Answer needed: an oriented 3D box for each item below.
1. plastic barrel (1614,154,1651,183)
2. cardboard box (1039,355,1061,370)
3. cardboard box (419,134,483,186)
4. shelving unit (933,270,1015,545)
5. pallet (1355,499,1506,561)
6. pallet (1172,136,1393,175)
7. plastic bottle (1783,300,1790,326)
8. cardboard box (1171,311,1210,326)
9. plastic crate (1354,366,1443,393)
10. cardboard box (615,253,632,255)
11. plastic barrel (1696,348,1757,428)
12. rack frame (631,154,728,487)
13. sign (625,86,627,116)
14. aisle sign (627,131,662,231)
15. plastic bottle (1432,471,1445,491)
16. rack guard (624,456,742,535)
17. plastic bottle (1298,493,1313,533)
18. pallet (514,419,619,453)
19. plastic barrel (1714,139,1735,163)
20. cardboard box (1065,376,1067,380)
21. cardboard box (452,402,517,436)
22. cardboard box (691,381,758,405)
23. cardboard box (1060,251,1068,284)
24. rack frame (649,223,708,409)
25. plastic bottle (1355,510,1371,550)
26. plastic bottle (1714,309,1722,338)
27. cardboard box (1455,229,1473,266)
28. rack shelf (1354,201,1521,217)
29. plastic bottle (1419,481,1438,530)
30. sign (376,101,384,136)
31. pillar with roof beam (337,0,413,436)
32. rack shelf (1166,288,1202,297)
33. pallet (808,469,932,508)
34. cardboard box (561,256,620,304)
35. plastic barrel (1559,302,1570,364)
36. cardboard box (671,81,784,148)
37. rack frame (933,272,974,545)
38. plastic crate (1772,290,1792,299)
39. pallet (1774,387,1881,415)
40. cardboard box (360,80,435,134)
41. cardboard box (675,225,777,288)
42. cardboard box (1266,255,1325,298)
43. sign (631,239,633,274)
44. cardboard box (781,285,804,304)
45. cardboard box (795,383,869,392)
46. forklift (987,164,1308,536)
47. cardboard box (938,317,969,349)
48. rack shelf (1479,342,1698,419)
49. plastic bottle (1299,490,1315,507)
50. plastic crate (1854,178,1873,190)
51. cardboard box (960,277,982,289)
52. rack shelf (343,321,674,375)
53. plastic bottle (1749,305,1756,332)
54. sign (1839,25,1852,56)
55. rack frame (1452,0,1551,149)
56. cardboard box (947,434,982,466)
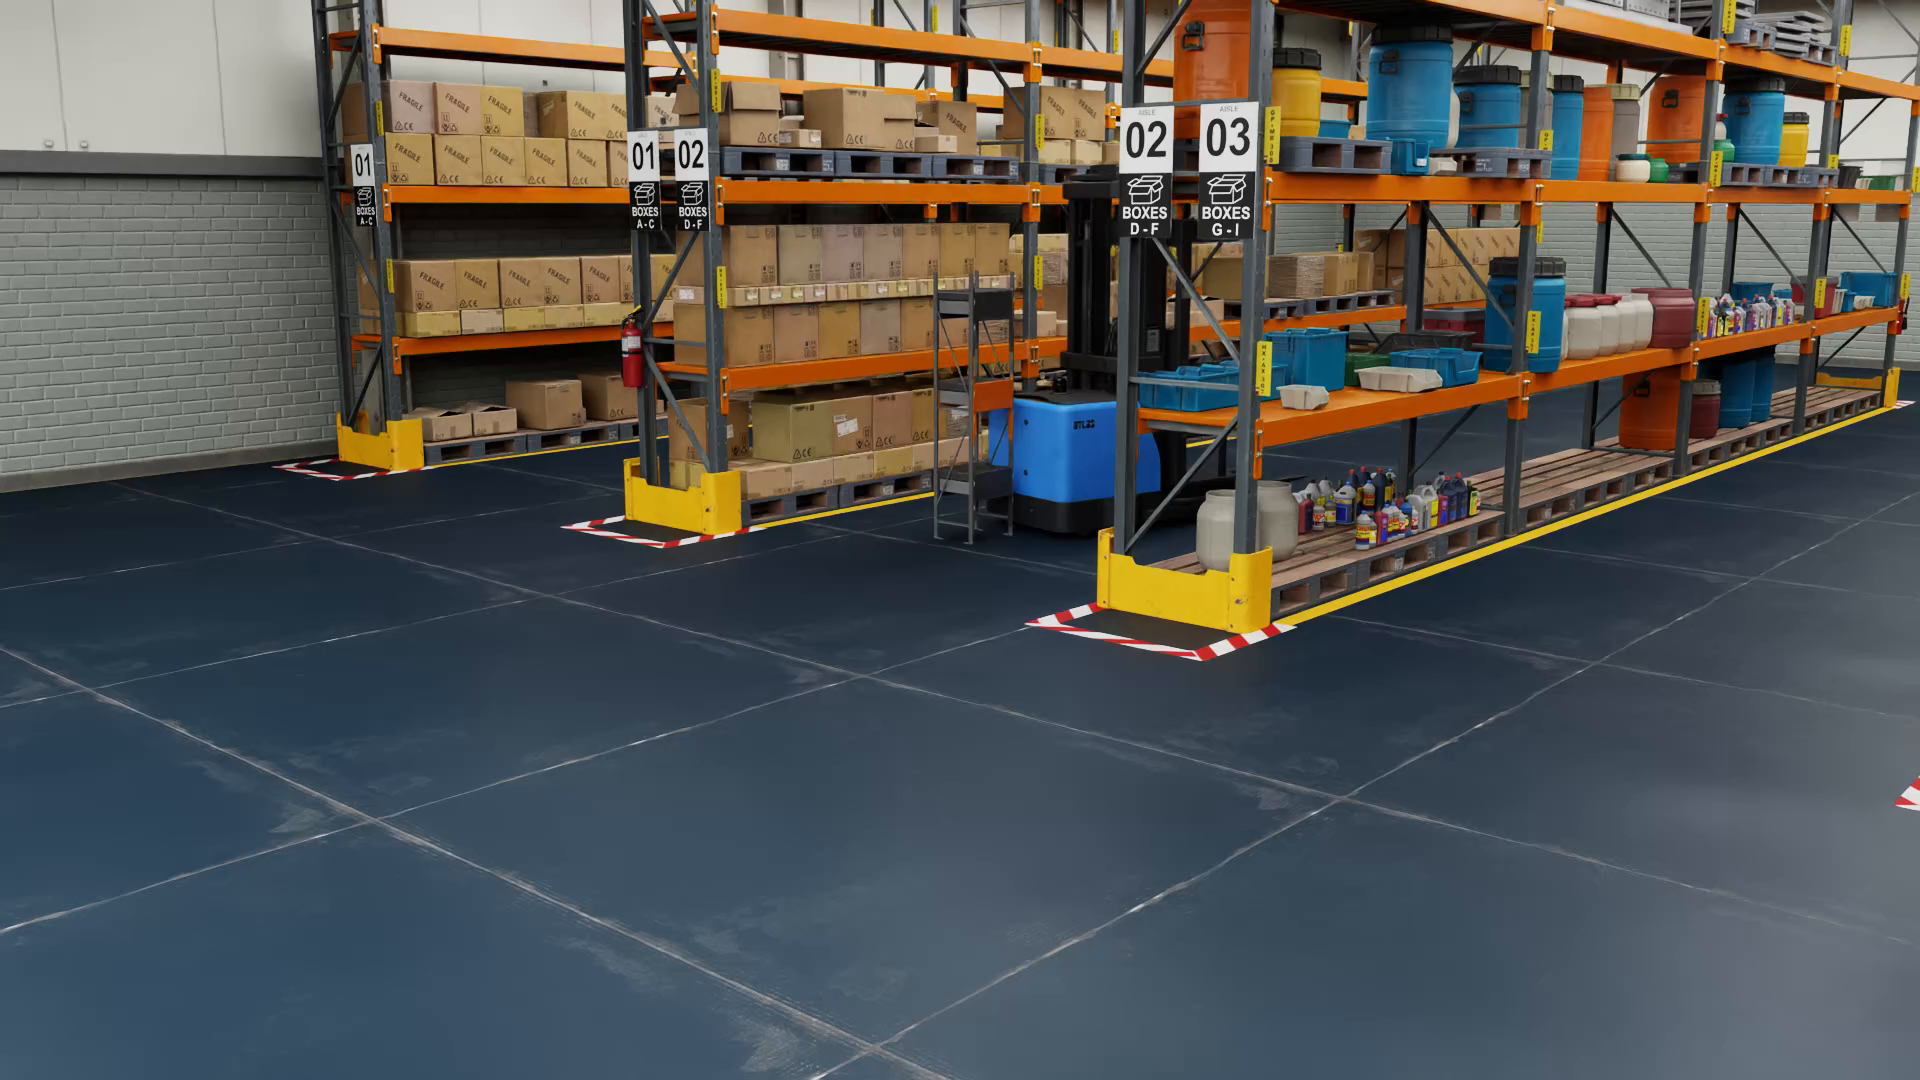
[{"bbox_3d":[6.036,-3.331,14.925,0.301,0.262,0.301,0,11,0],"label":"plastic barrel"},{"bbox_3d":[0.983,-2.923,24.603,0.750,0.750,0.750,10,15,42],"label":"cardboard box"},{"bbox_3d":[-5.233,-3.870,16.965,0.500,0.500,0.500,-11,16,-44],"label":"cardboard box"},{"bbox_3d":[0.109,-1.054,13.127,0.431,2.100,0.503,10,15,40],"label":"shelving unit"},{"bbox_3d":[3.585,-0.096,13.152,1.003,0.211,1.213,10,15,40],"label":"pallet"},{"bbox_3d":[2.039,-2.456,10.671,1.003,0.211,1.213,10,15,40],"label":"pallet"},{"bbox_3d":[9.205,-2.537,18.552,0.061,0.283,0.133,10,15,40],"label":"plastic bottle"},{"bbox_3d":[2.596,-2.495,18.686,0.380,0.149,0.250,10,15,40],"label":"cardboard box"},{"bbox_3d":[3.178,-1.156,12.012,0.530,0.136,0.437,10,15,40],"label":"plastic crate"},{"bbox_3d":[-3.849,-3.099,19.488,0.500,0.500,0.500,9,15,39],"label":"cardboard box"},{"bbox_3d":[8.501,-1.729,18.493,0.600,0.901,0.708,10,15,40],"label":"plastic barrel"},{"bbox_3d":[-2.299,-1.609,13.609,1.000,3.000,0.127,10,15,40],"label":"rack frame"},{"bbox_3d":[-2.698,-3.548,13.598,0.100,0.325,0.005,10,15,40],"label":"sign"},{"bbox_3d":[-2.563,-2.912,13.496,0.394,0.787,0.004,10,15,40],"label":"aisle sign"},{"bbox_3d":[3.743,-0.360,12.995,0.144,0.351,0.185,10,15,40],"label":"plastic bottle"},{"bbox_3d":[-2.315,-0.380,13.837,1.175,0.500,0.348,10,15,40],"label":"rack guard"},{"bbox_3d":[2.570,-0.199,12.359,0.061,0.283,0.133,10,15,40],"label":"plastic bottle"},{"bbox_3d":[-4.604,-1.186,18.612,1.003,0.211,1.213,10,15,40],"label":"pallet"},{"bbox_3d":[7.572,-3.872,16.605,0.294,0.245,0.294,0,11,0],"label":"plastic barrel"},{"bbox_3d":[1.398,-1.651,18.334,0.500,0.311,0.500,10,15,40],"label":"cardboard box"},{"bbox_3d":[-5.122,-1.320,17.905,0.500,0.311,0.500,-11,15,-43],"label":"cardboard box"},{"bbox_3d":[-2.909,-1.938,20.514,0.700,0.500,0.500,10,15,42],"label":"cardboard box"},{"bbox_3d":[1.454,-4.042,24.726,0.500,0.500,0.500,10,15,41],"label":"cardboard box"},{"bbox_3d":[-3.382,-2.838,19.760,1.000,3.000,0.127,10,15,40],"label":"rack frame"},{"bbox_3d":[2.850,-0.072,11.758,0.097,0.271,0.097,0,11,0],"label":"plastic bottle"},{"bbox_3d":[7.657,-2.192,16.824,0.061,0.283,0.133,10,15,40],"label":"plastic bottle"},{"bbox_3d":[6.825,-4.099,23.265,0.500,0.500,0.500,9,15,39],"label":"cardboard box"},{"bbox_3d":[6.942,-4.787,23.699,1.077,0.370,4.000,10,15,40],"label":"rack shelf"},{"bbox_3d":[3.511,-0.266,12.523,0.144,0.351,0.185,10,15,40],"label":"plastic bottle"},{"bbox_3d":[-5.615,-4.079,16.083,0.100,0.325,0.005,10,15,40],"label":"sign"},{"bbox_3d":[-2.977,-4.849,14.515,9.100,9.000,0.400,10,15,40],"label":"pillar with roof beam"},{"bbox_3d":[3.219,-3.956,27.196,1.077,0.370,4.000,10,15,40],"label":"rack shelf"},{"bbox_3d":[-1.020,-0.538,15.367,1.003,0.211,1.213,10,15,40],"label":"pallet"},{"bbox_3d":[-4.128,-2.885,18.415,0.500,0.500,0.500,9,15,39],"label":"cardboard box"},{"bbox_3d":[4.856,-1.736,13.896,0.433,0.535,0.433,0,11,0],"label":"plastic barrel"},{"bbox_3d":[-1.917,-3.489,13.671,0.637,0.503,0.797,-11,16,-44],"label":"cardboard box"},{"bbox_3d":[-0.052,-1.018,12.948,0.400,2.100,0.015,10,15,40],"label":"rack frame"},{"bbox_3d":[10.503,-3.038,21.037,0.416,0.233,0.300,10,15,40],"label":"plastic crate"},{"bbox_3d":[11.407,-1.838,21.877,1.003,0.211,1.213,10,15,40],"label":"pallet"},{"bbox_3d":[-5.586,-4.294,16.536,0.500,0.500,0.500,8,14,36],"label":"cardboard box"},{"bbox_3d":[-1.946,-2.369,13.847,0.700,0.500,0.500,10,15,41],"label":"cardboard box"},{"bbox_3d":[4.060,-3.258,20.538,0.500,0.500,0.700,-9,14,-37],"label":"cardboard box"},{"bbox_3d":[-2.698,-2.365,13.834,0.100,0.325,0.005,10,15,40],"label":"sign"},{"bbox_3d":[-1.540,-2.082,14.065,0.380,0.149,0.250,10,15,41],"label":"cardboard box"},{"bbox_3d":[-1.189,-1.174,15.465,0.500,0.500,0.500,10,15,40],"label":"cardboard box"},{"bbox_3d":[1.712,-1.672,14.097,3.031,2.935,1.130,-8,14,-35],"label":"forklift"},{"bbox_3d":[-0.290,-2.102,15.822,0.700,0.500,0.500,10,15,40],"label":"cardboard box"},{"bbox_3d":[5.380,-1.498,14.890,1.077,0.370,4.000,10,15,40],"label":"rack shelf"},{"bbox_3d":[2.581,-0.229,12.531,0.152,0.276,0.135,9,15,39],"label":"plastic bottle"},{"bbox_3d":[10.803,-4.328,20.235,0.437,0.136,0.530,10,15,40],"label":"plastic crate"},{"bbox_3d":[-0.013,-2.422,15.768,0.380,0.149,0.250,9,15,39],"label":"cardboard box"},{"bbox_3d":[-4.702,-2.191,18.357,1.077,0.370,4.000,10,15,40],"label":"rack shelf"},{"bbox_3d":[8.389,-2.355,17.641,0.061,0.283,0.133,10,15,40],"label":"plastic bottle"},{"bbox_3d":[9.753,-5.502,18.315,0.100,0.325,0.005,10,15,40],"label":"sign"},{"bbox_3d":[4.060,-4.499,12.759,1.000,3.000,0.127,10,15,40],"label":"rack frame"},{"bbox_3d":[-0.138,-0.886,15.939,0.500,0.250,0.500,10,15,40],"label":"cardboard box"}]
